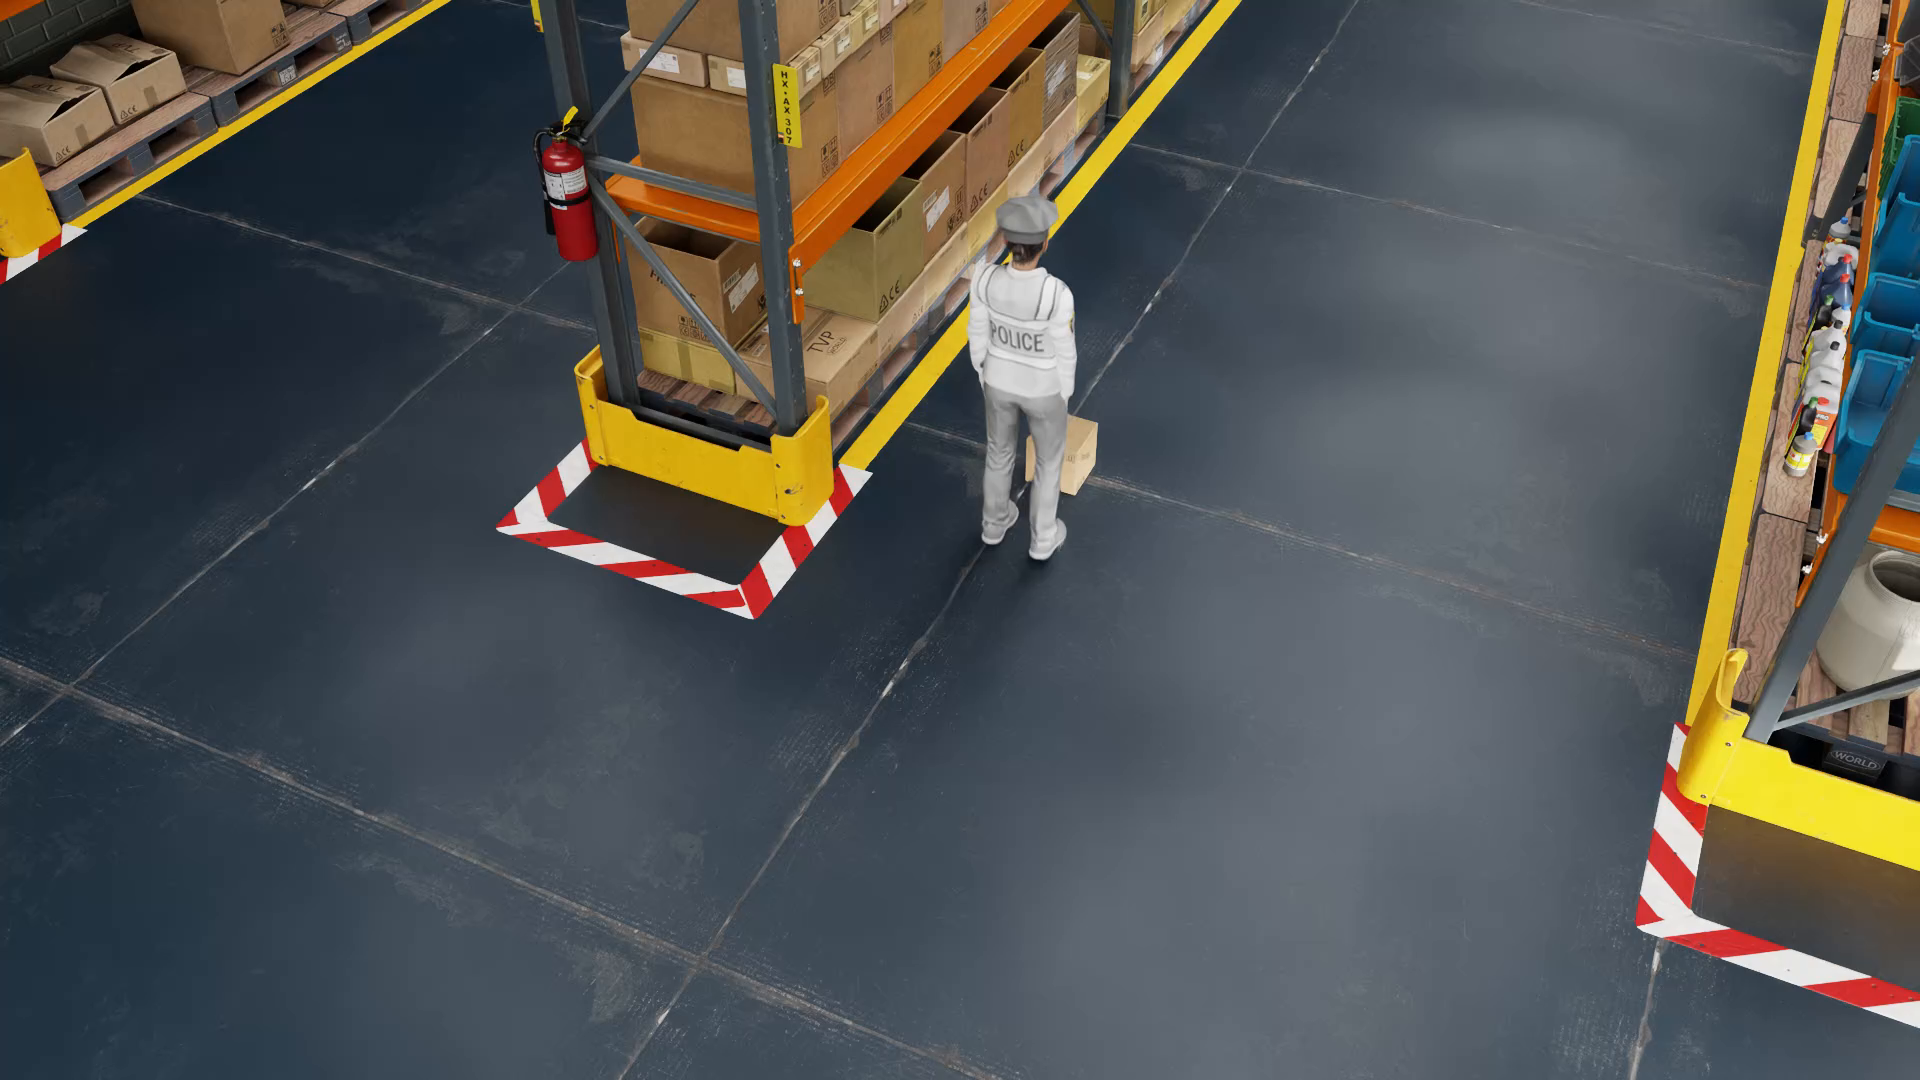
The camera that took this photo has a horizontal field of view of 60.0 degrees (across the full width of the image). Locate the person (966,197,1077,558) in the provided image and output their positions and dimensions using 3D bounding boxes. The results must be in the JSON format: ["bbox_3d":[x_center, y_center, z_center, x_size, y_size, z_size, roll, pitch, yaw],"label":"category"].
[{"bbox_3d":[0.253,-0.638,6.875,0.475,1.666,0.327,17,45,18],"label":"person"}]
